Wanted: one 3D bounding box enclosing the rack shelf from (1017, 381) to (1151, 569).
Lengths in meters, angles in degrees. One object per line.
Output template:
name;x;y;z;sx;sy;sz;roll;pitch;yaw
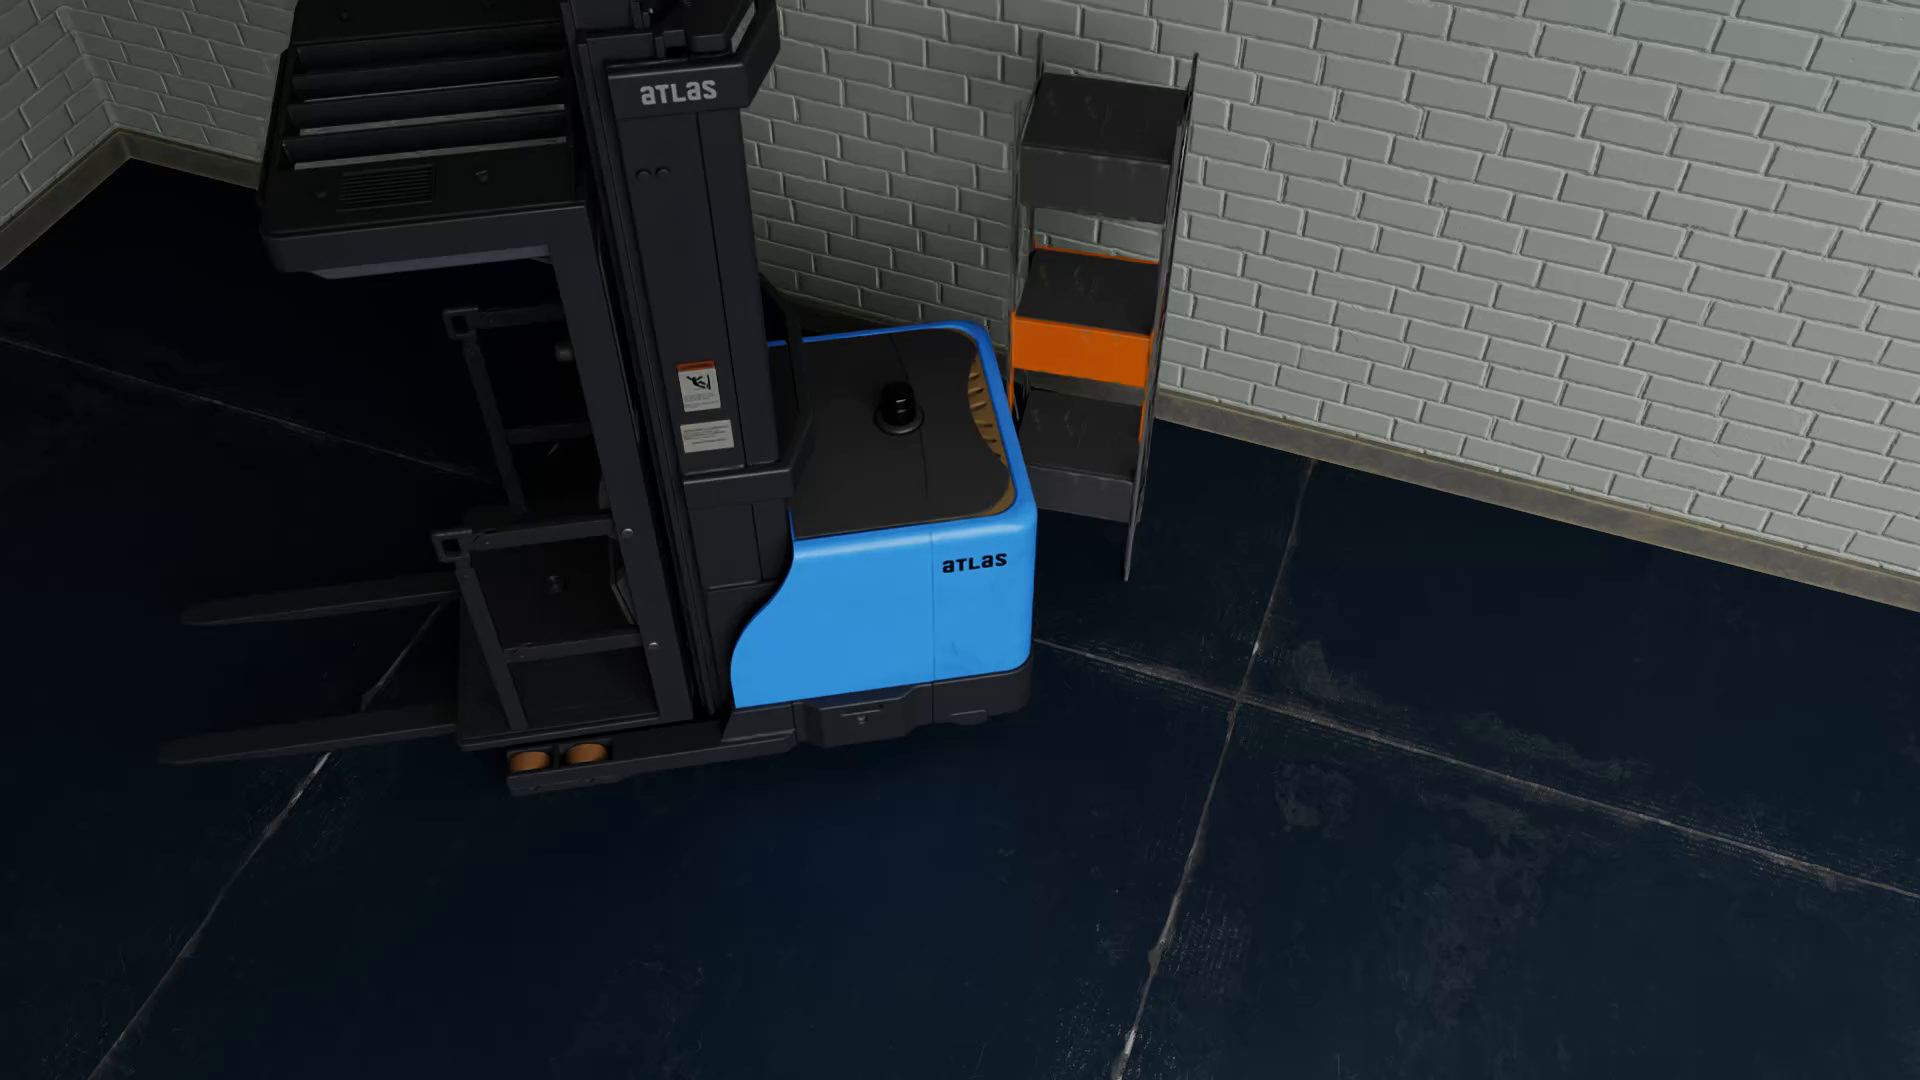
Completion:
rack shelf;0.451;-0.248;6.386;0.480;0.518;0.431;10;50;8

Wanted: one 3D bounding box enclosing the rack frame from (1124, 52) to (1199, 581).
rack frame;0.689;-0.675;5.812;0.015;2.100;0.400;10;50;8

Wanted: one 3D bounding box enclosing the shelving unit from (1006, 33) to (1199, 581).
shelving unit;0.451;-0.715;5.847;0.503;2.100;0.431;10;50;8

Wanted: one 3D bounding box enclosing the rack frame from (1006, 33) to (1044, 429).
rack frame;0.212;-0.755;5.881;0.015;2.100;0.400;10;50;8

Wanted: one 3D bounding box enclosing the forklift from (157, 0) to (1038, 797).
forklift;-1.303;-0.501;5.111;3.031;2.935;1.130;-7;49;-6

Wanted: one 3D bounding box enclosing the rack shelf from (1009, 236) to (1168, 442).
rack shelf;0.451;-0.706;5.857;0.480;0.518;0.431;10;50;8

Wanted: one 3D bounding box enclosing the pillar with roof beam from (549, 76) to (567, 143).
pillar with roof beam;-2.868;-0.935;1.472;0.400;9.000;9.100;16;51;13

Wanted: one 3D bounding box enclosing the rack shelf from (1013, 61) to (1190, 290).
rack shelf;0.451;-1.165;5.328;0.480;0.518;0.431;10;50;8
